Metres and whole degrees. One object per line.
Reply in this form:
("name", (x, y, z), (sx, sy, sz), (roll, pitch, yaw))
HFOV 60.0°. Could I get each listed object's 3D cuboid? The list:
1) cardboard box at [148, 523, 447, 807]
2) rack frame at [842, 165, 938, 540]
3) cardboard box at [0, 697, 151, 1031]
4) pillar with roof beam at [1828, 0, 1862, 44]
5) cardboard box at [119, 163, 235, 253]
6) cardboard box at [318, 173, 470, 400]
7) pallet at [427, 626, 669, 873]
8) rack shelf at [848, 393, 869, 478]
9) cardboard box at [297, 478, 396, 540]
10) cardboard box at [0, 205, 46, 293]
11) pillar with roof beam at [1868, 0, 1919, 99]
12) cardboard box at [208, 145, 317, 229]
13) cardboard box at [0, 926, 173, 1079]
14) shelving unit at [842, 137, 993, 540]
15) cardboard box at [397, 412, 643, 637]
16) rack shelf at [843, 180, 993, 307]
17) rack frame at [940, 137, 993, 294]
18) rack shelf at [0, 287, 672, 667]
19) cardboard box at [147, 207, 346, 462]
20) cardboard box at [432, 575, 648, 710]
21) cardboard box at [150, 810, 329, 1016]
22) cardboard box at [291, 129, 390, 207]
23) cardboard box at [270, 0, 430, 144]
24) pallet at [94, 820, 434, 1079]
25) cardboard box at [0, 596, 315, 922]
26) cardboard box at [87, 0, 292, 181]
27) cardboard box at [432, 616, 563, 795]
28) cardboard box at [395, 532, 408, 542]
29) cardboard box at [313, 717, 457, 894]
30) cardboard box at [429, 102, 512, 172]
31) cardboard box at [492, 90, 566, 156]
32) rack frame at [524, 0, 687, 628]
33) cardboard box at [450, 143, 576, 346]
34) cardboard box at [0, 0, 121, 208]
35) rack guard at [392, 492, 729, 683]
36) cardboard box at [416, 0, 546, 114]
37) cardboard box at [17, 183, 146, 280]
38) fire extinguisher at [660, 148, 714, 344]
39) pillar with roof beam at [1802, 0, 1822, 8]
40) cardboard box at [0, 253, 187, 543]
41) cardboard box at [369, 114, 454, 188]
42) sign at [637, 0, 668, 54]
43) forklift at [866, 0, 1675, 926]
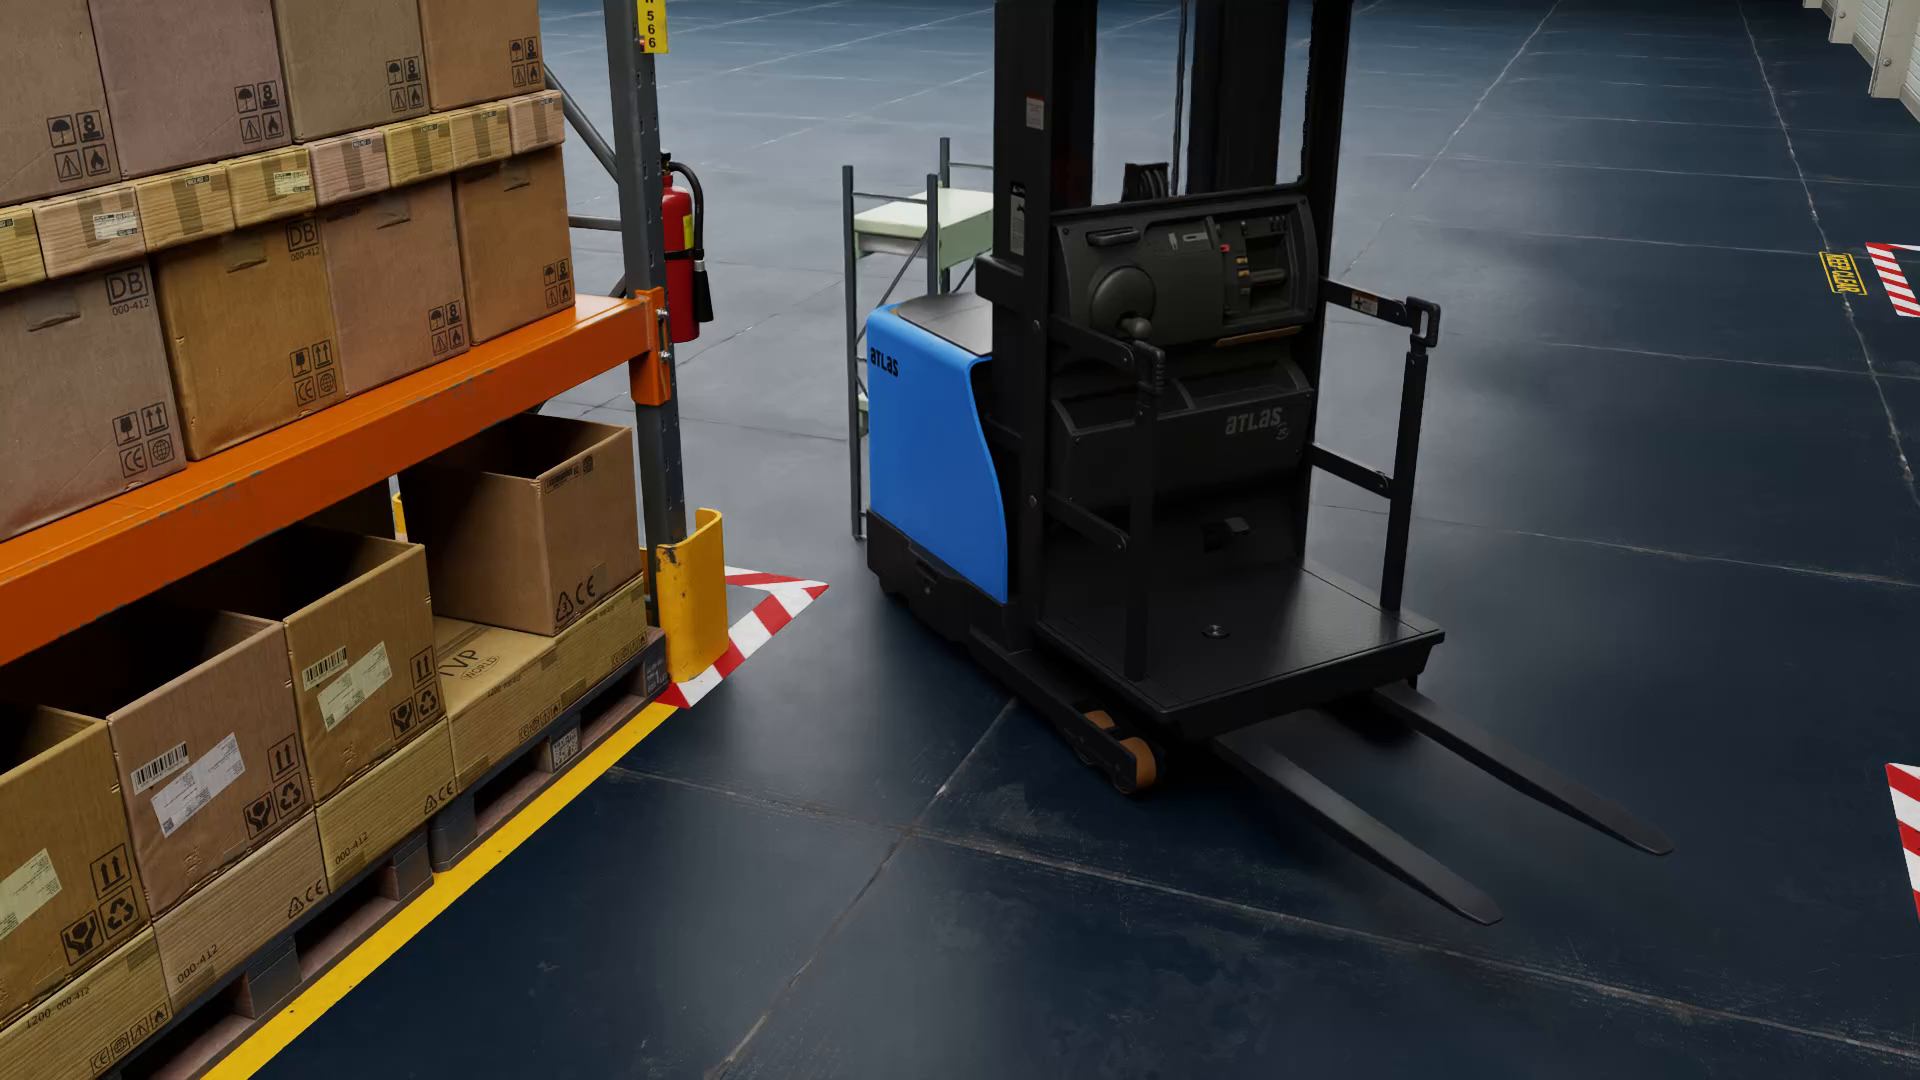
("cardboard box", (-1.687, 0.292, 4.209), (0.500, 0.500, 0.500), (9, 24, 20))
("rack frame", (-0.260, -0.672, 6.412), (0.400, 1.500, 0.023), (12, 26, 27))
("cardboard box", (-2.058, 0.650, 3.352), (0.500, 0.500, 0.500), (9, 24, 20))
("pillar with roof beam", (8.656, -11.922, 23.617), (9.100, 9.000, 0.400), (9, 24, 20))
("cardboard box", (-1.851, -0.749, 3.681), (0.380, 0.149, 0.250), (9, 24, 22))
("cardboard box", (-1.782, -0.724, 4.461), (0.700, 0.500, 0.500), (9, 24, 21))
("pallet", (-1.651, 0.535, 5.195), (1.003, 0.211, 1.213), (9, 24, 20))
("rack shelf", (-0.082, -0.494, 6.832), (0.431, 0.370, 0.720), (12, 26, 27))
("cardboard box", (-1.996, 0.037, 4.820), (0.500, 0.500, 0.500), (9, 24, 20))
("cardboard box", (-2.040, -0.569, 3.248), (0.380, 0.149, 0.250), (9, 24, 20))
("pillar with roof beam", (6.427, -9.775, 18.477), (9.100, 9.000, 0.400), (9, 24, 20))
("cardboard box", (-1.755, -0.844, 3.907), (0.380, 0.149, 0.250), (10, 25, 22))
("cardboard box", (-2.057, 0.996, 3.496), (0.500, 0.250, 0.500), (9, 24, 20))
("shelving unit", (-0.082, -0.795, 6.707), (0.431, 1.500, 0.755), (12, 26, 27))
("cardboard box", (-1.329, -0.068, 5.070), (0.500, 0.500, 0.500), (9, 24, 20))
("rack shelf", (-0.082, -1.155, 6.556), (0.431, 0.370, 0.720), (12, 26, 27))
("rack frame", (0.097, -0.918, 7.001), (0.400, 1.500, 0.023), (12, 26, 27))
("rack shelf", (-2.149, 0.016, 3.753), (1.077, 0.370, 4.000), (9, 24, 20))
("cardboard box", (-1.972, -0.547, 4.038), (0.700, 0.500, 0.500), (9, 24, 20))
("cardboard box", (-1.331, 0.278, 5.216), (0.500, 0.250, 0.500), (9, 24, 20))
("cardboard box", (-1.877, 0.816, 3.926), (0.500, 0.250, 0.500), (9, 24, 20))
("cardboard box", (-1.657, -0.938, 4.132), (0.380, 0.149, 0.250), (9, 24, 21))
("cardboard box", (-1.801, -1.303, 4.165), (0.700, 0.500, 0.500), (8, 24, 19))
("pallet", (-2.106, 0.970, 4.154), (1.003, 0.211, 1.213), (9, 24, 20))
("cardboard box", (-1.874, 0.471, 3.781), (0.500, 0.500, 0.500), (9, 24, 20))
("cardboard box", (-1.988, -1.122, 3.733), (0.700, 0.500, 0.500), (9, 24, 20))
("cardboard box", (-1.505, 0.459, 4.783), (0.500, 0.250, 0.500), (9, 24, 20))
("cardboard box", (-1.812, 0.204, 5.393), (0.500, 0.250, 0.500), (9, 24, 20))
("cardboard box", (-1.690, 0.638, 4.354), (0.500, 0.250, 0.500), (9, 24, 20))
("cardboard box", (-1.467, -1.119, 4.566), (0.380, 0.149, 0.250), (9, 24, 21))
("cardboard box", (-1.371, -1.213, 4.790), (0.380, 0.149, 0.250), (8, 24, 19))
("rack frame", (-1.406, -1.031, 5.327), (1.000, 3.000, 0.127), (9, 24, 20))
("cardboard box", (-1.591, -0.912, 4.912), (0.700, 0.500, 0.500), (9, 24, 20))
("cardboard box", (-2.174, -0.943, 3.303), (0.700, 0.500, 0.500), (9, 24, 20))
("rack guard", (-1.397, 0.113, 5.830), (1.175, 0.500, 0.348), (9, 24, 20))
("cardboard box", (-1.611, -1.492, 4.617), (0.700, 0.500, 0.500), (9, 24, 20))
("cardboard box", (-1.945, -0.657, 3.461), (0.380, 0.149, 0.250), (8, 24, 19))
("fire extinguisher", (-0.931, -0.971, 5.284), (0.296, 0.674, 0.183), (9, 24, 20))
("pillar with roof beam", (10.884, -14.069, 28.757), (9.100, 9.000, 0.400), (9, 24, 20))
("cardboard box", (-2.164, -0.358, 3.585), (0.700, 0.500, 0.500), (10, 24, 22))
("cardboard box", (-1.562, -1.027, 4.347), (0.380, 0.149, 0.250), (8, 24, 19))
("sign", (-0.907, -1.592, 4.861), (0.100, 0.325, 0.005), (9, 24, 20))
("forklift", (0.808, -0.799, 4.860), (1.130, 2.935, 3.031), (-12, 26, -27))
